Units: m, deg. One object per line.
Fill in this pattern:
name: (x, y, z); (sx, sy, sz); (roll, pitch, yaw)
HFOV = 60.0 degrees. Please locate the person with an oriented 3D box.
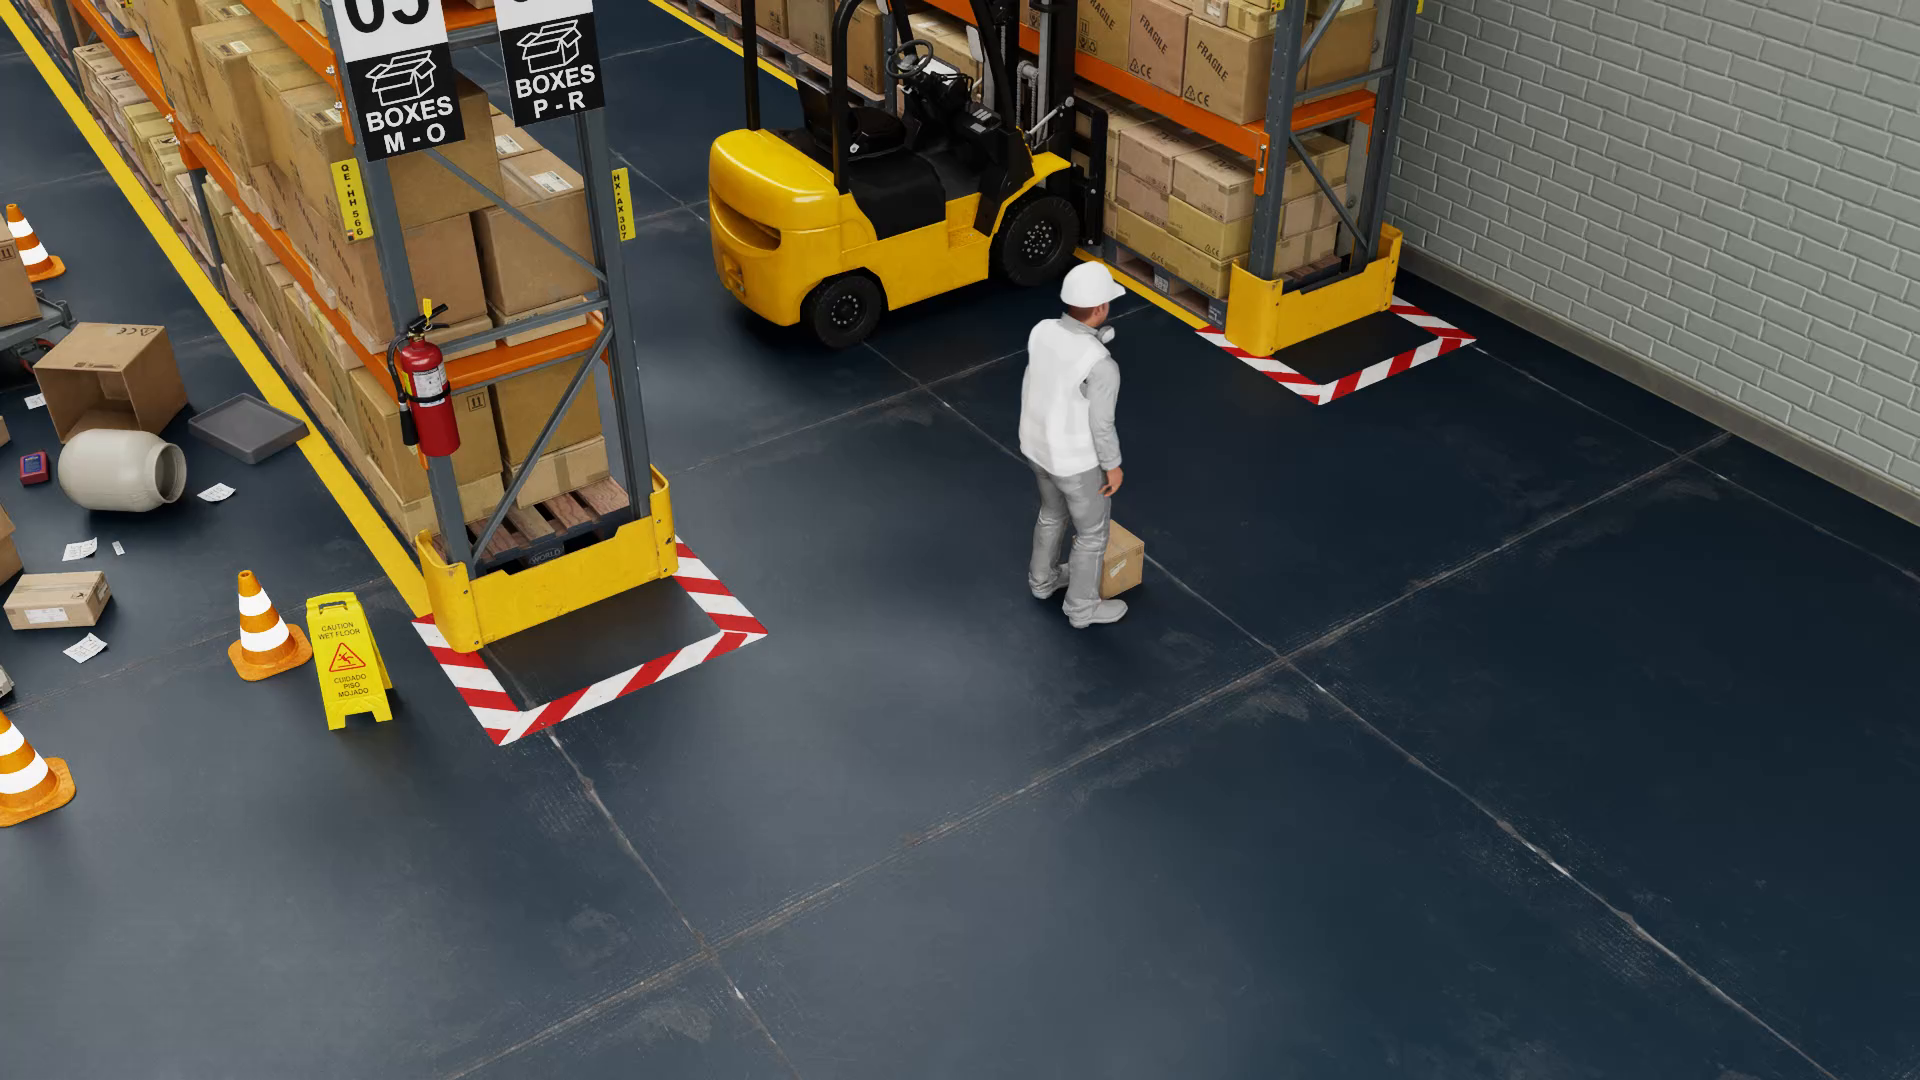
person: (0.515, -0.424, 7.561); (0.460, 1.772, 0.580); (-22, 42, -27)
